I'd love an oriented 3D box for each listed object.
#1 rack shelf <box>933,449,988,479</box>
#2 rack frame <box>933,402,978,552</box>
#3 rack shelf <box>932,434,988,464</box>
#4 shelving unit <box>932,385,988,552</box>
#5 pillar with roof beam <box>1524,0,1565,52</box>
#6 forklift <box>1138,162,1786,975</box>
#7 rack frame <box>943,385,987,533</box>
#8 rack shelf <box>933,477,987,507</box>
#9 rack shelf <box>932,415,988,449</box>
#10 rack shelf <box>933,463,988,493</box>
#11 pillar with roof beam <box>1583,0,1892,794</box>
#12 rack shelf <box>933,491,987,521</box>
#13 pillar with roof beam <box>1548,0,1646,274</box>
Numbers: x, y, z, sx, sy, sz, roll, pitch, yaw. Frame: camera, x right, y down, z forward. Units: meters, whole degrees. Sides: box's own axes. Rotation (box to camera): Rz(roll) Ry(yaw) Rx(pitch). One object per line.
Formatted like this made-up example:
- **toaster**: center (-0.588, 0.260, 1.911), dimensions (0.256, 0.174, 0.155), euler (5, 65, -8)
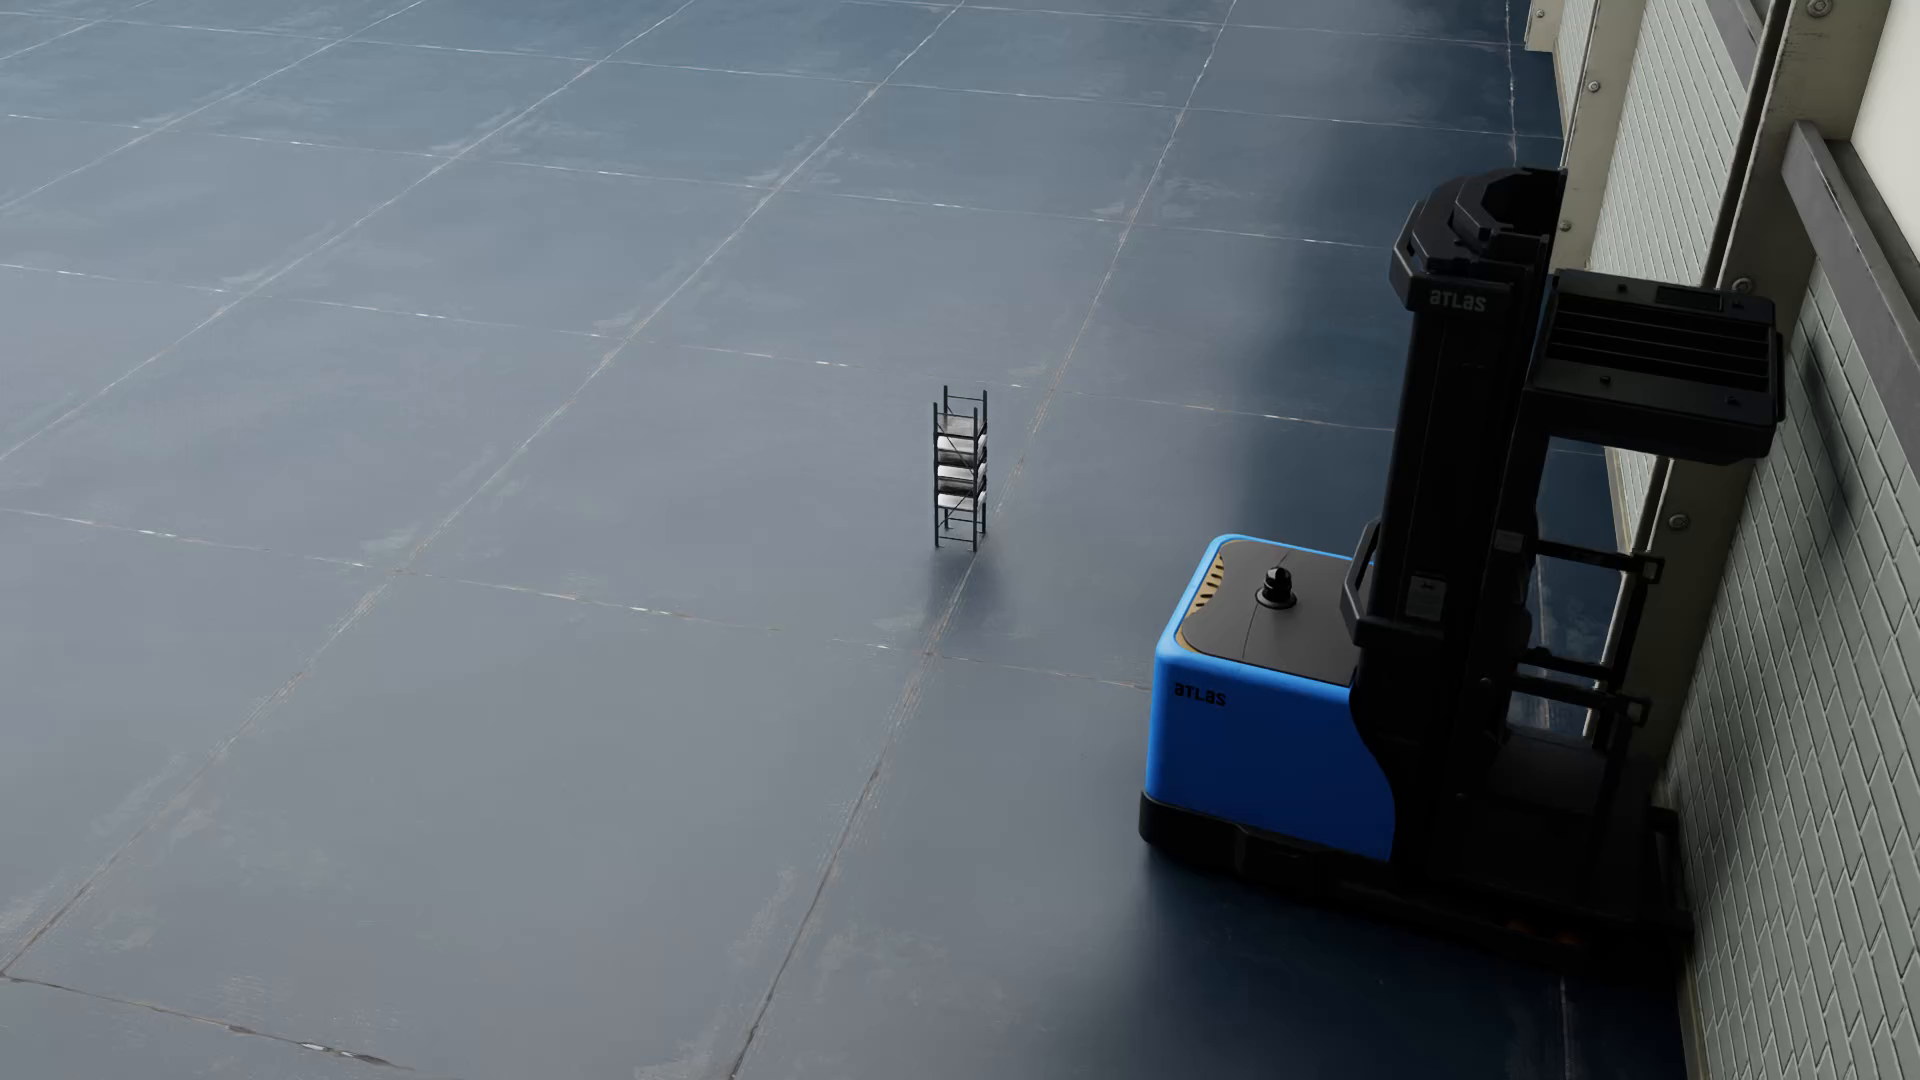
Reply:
- **rack shelf**: center (0.002, -0.432, 9.055), dimensions (0.258, 0.077, 0.200), euler (8, 33, 12)
- **rack frame**: center (-0.024, -0.331, 9.002), dimensions (0.240, 0.900, 0.006), euler (8, 33, 12)
- **rack shelf**: center (0.002, -0.508, 9.006), dimensions (0.258, 0.077, 0.200), euler (8, 33, 12)
- **shelving unit**: center (0.002, -0.384, 9.085), dimensions (0.258, 0.900, 0.210), euler (8, 33, 12)
- **pillar with roof beam**: center (1.938, -9.581, 16.003), dimensions (9.100, 9.000, 0.400), euler (8, 33, 12)
- **forklift**: center (2.341, 0.163, 6.332), dimensions (3.031, 2.935, 1.130), euler (12, 34, 19)
- **rack frame**: center (0.028, -0.437, 9.168), dimensions (0.240, 0.900, 0.006), euler (8, 33, 12)
- **rack shelf**: center (0.002, -0.280, 9.151), dimensions (0.258, 0.077, 0.200), euler (8, 33, 12)
- **rack shelf**: center (0.002, -0.584, 8.958), dimensions (0.258, 0.077, 0.200), euler (8, 33, 12)
- **rack shelf**: center (0.002, -0.356, 9.103), dimensions (0.258, 0.077, 0.200), euler (8, 33, 12)
- **pillar with roof beam**: center (-1.107, -3.354, 6.208), dimensions (9.100, 9.000, 0.400), euler (8, 33, 12)
- **rack shelf**: center (0.002, -0.204, 9.199), dimensions (0.258, 0.077, 0.200), euler (8, 33, 12)
- **pillar with roof beam**: center (0.415, -6.468, 11.106), dimensions (9.100, 9.000, 0.400), euler (8, 33, 12)
